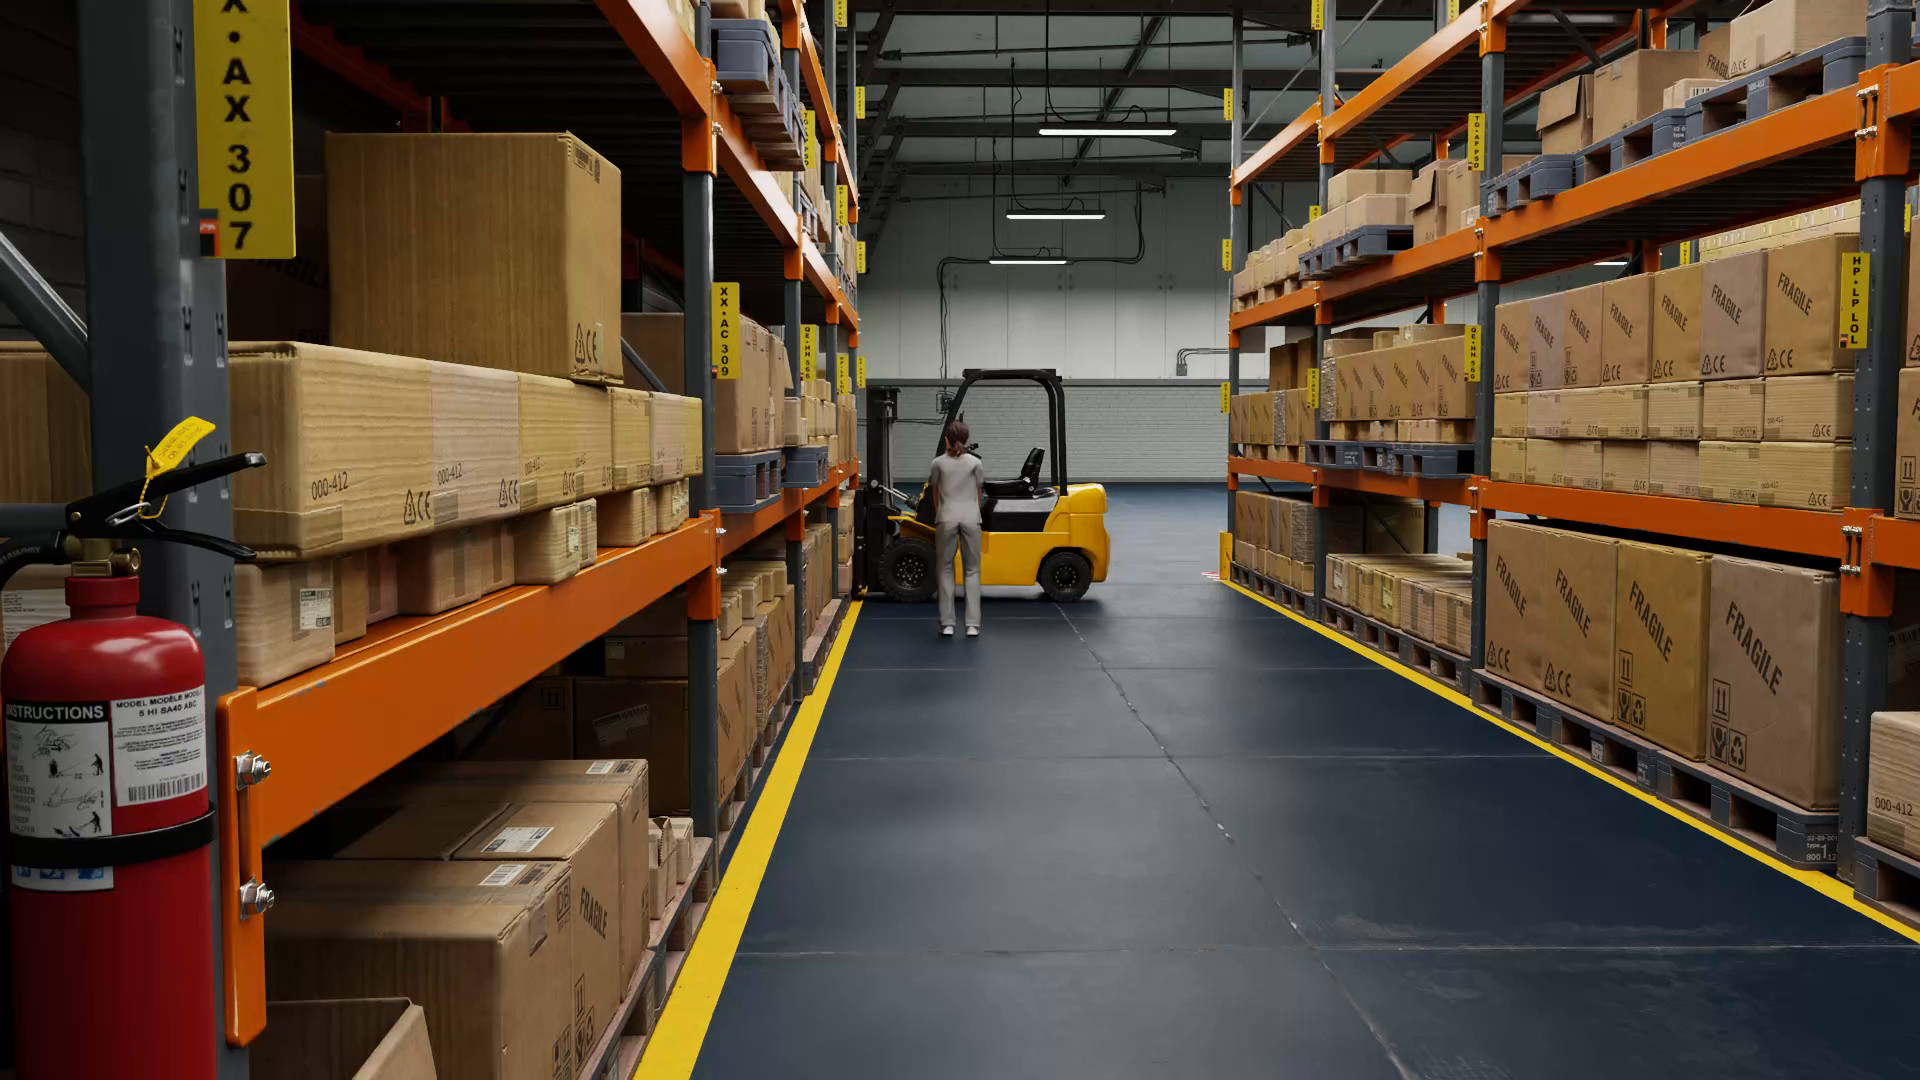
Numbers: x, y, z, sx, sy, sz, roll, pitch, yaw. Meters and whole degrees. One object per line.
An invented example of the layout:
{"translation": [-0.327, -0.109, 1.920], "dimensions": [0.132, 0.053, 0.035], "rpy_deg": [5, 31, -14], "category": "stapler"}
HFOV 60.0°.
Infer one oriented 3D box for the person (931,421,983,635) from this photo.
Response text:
{"translation": [-0.024, -0.095, 12.976], "dimensions": [0.409, 1.668, 0.525], "rpy_deg": [0, 4, -2], "category": "person"}
